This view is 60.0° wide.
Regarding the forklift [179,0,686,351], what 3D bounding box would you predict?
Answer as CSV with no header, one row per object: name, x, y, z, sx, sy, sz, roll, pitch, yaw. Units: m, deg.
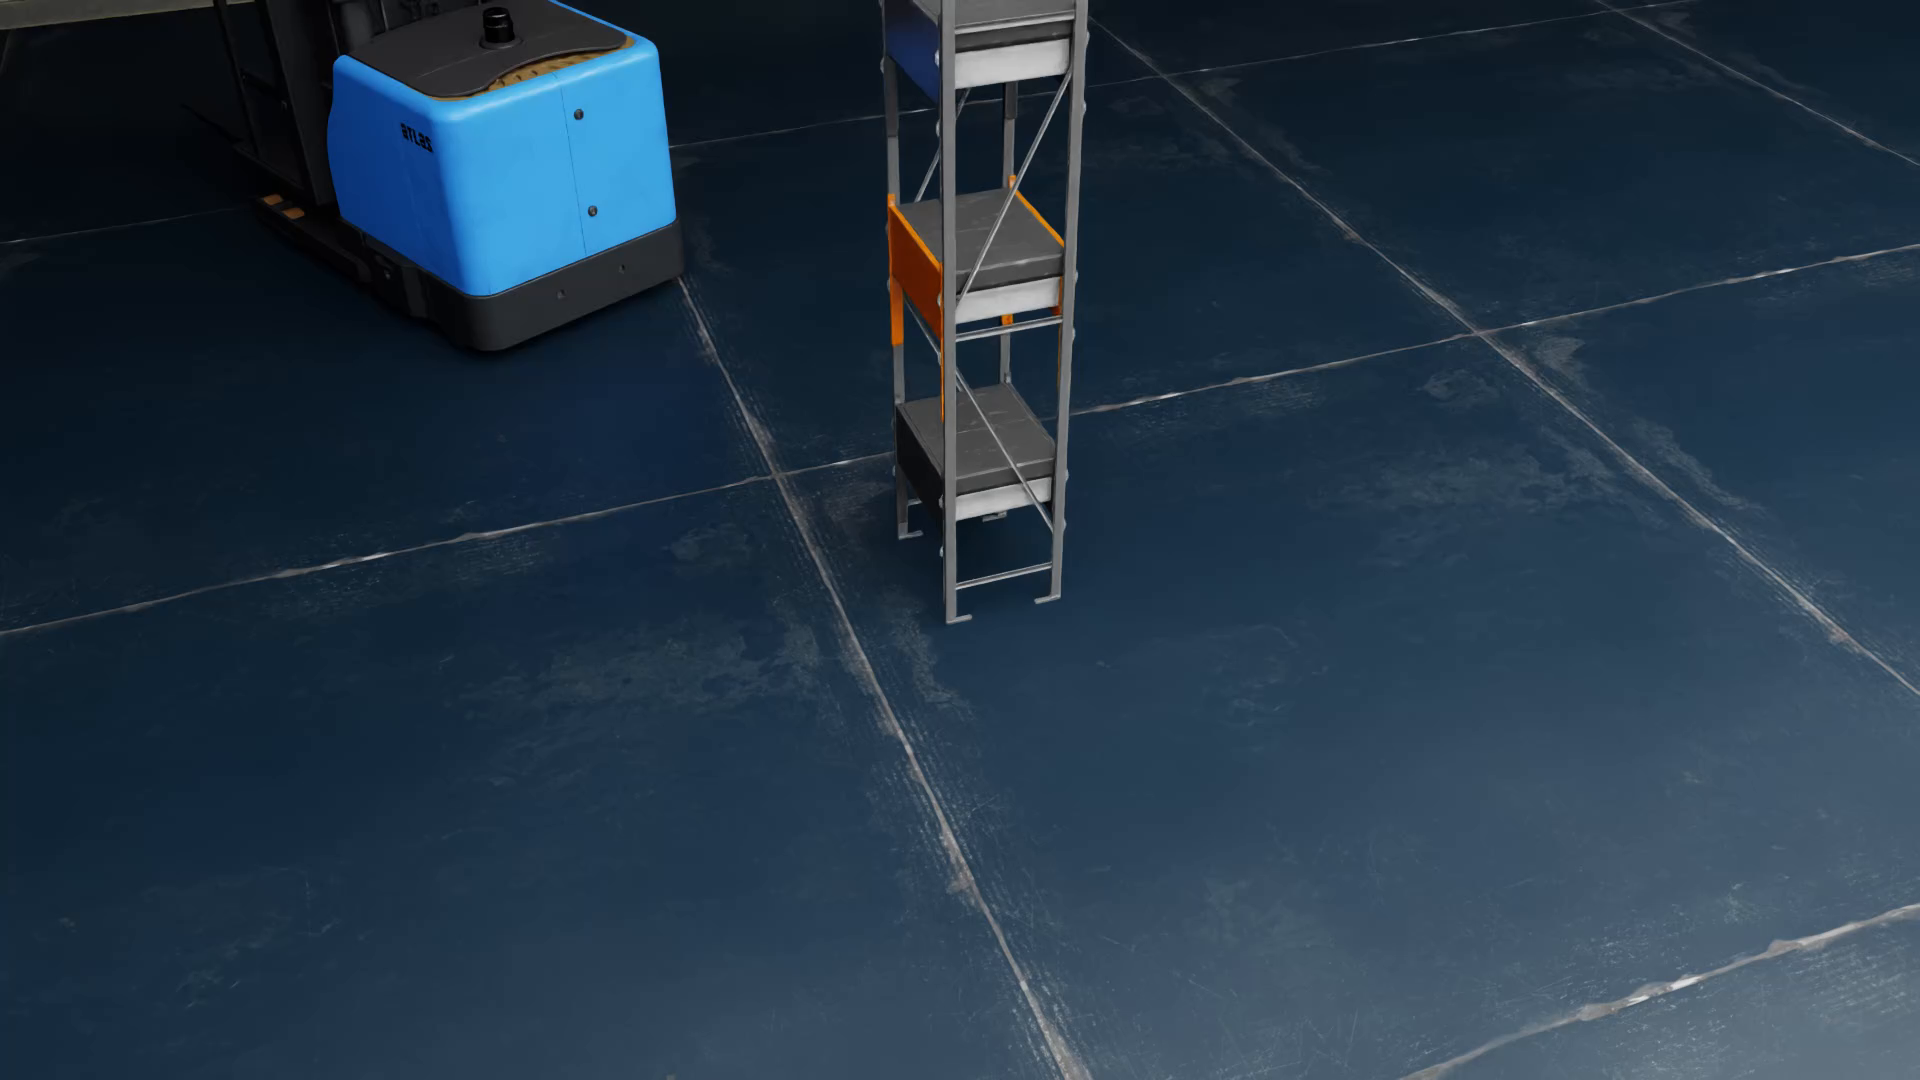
forklift,-2.588,-2.702,6.902,3.031,2.935,1.130,31,47,34

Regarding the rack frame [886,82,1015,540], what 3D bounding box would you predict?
rack frame,-0.027,-0.883,5.177,0.400,2.100,0.015,-12,39,-16

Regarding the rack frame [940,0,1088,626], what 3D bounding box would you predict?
rack frame,0.141,-0.607,4.811,0.400,2.100,0.015,-12,39,-16

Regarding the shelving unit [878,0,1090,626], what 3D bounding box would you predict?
shelving unit,0.057,-0.745,4.994,0.431,2.100,0.503,-12,39,-16

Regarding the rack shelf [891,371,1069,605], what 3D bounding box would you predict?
rack shelf,0.057,-0.175,5.423,0.431,0.518,0.480,-12,39,-16

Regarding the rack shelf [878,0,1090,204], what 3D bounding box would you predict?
rack shelf,0.057,-1.293,4.581,0.431,0.518,0.480,-12,39,-16

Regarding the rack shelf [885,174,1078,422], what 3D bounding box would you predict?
rack shelf,0.057,-0.734,5.002,0.431,0.518,0.480,-12,39,-16
